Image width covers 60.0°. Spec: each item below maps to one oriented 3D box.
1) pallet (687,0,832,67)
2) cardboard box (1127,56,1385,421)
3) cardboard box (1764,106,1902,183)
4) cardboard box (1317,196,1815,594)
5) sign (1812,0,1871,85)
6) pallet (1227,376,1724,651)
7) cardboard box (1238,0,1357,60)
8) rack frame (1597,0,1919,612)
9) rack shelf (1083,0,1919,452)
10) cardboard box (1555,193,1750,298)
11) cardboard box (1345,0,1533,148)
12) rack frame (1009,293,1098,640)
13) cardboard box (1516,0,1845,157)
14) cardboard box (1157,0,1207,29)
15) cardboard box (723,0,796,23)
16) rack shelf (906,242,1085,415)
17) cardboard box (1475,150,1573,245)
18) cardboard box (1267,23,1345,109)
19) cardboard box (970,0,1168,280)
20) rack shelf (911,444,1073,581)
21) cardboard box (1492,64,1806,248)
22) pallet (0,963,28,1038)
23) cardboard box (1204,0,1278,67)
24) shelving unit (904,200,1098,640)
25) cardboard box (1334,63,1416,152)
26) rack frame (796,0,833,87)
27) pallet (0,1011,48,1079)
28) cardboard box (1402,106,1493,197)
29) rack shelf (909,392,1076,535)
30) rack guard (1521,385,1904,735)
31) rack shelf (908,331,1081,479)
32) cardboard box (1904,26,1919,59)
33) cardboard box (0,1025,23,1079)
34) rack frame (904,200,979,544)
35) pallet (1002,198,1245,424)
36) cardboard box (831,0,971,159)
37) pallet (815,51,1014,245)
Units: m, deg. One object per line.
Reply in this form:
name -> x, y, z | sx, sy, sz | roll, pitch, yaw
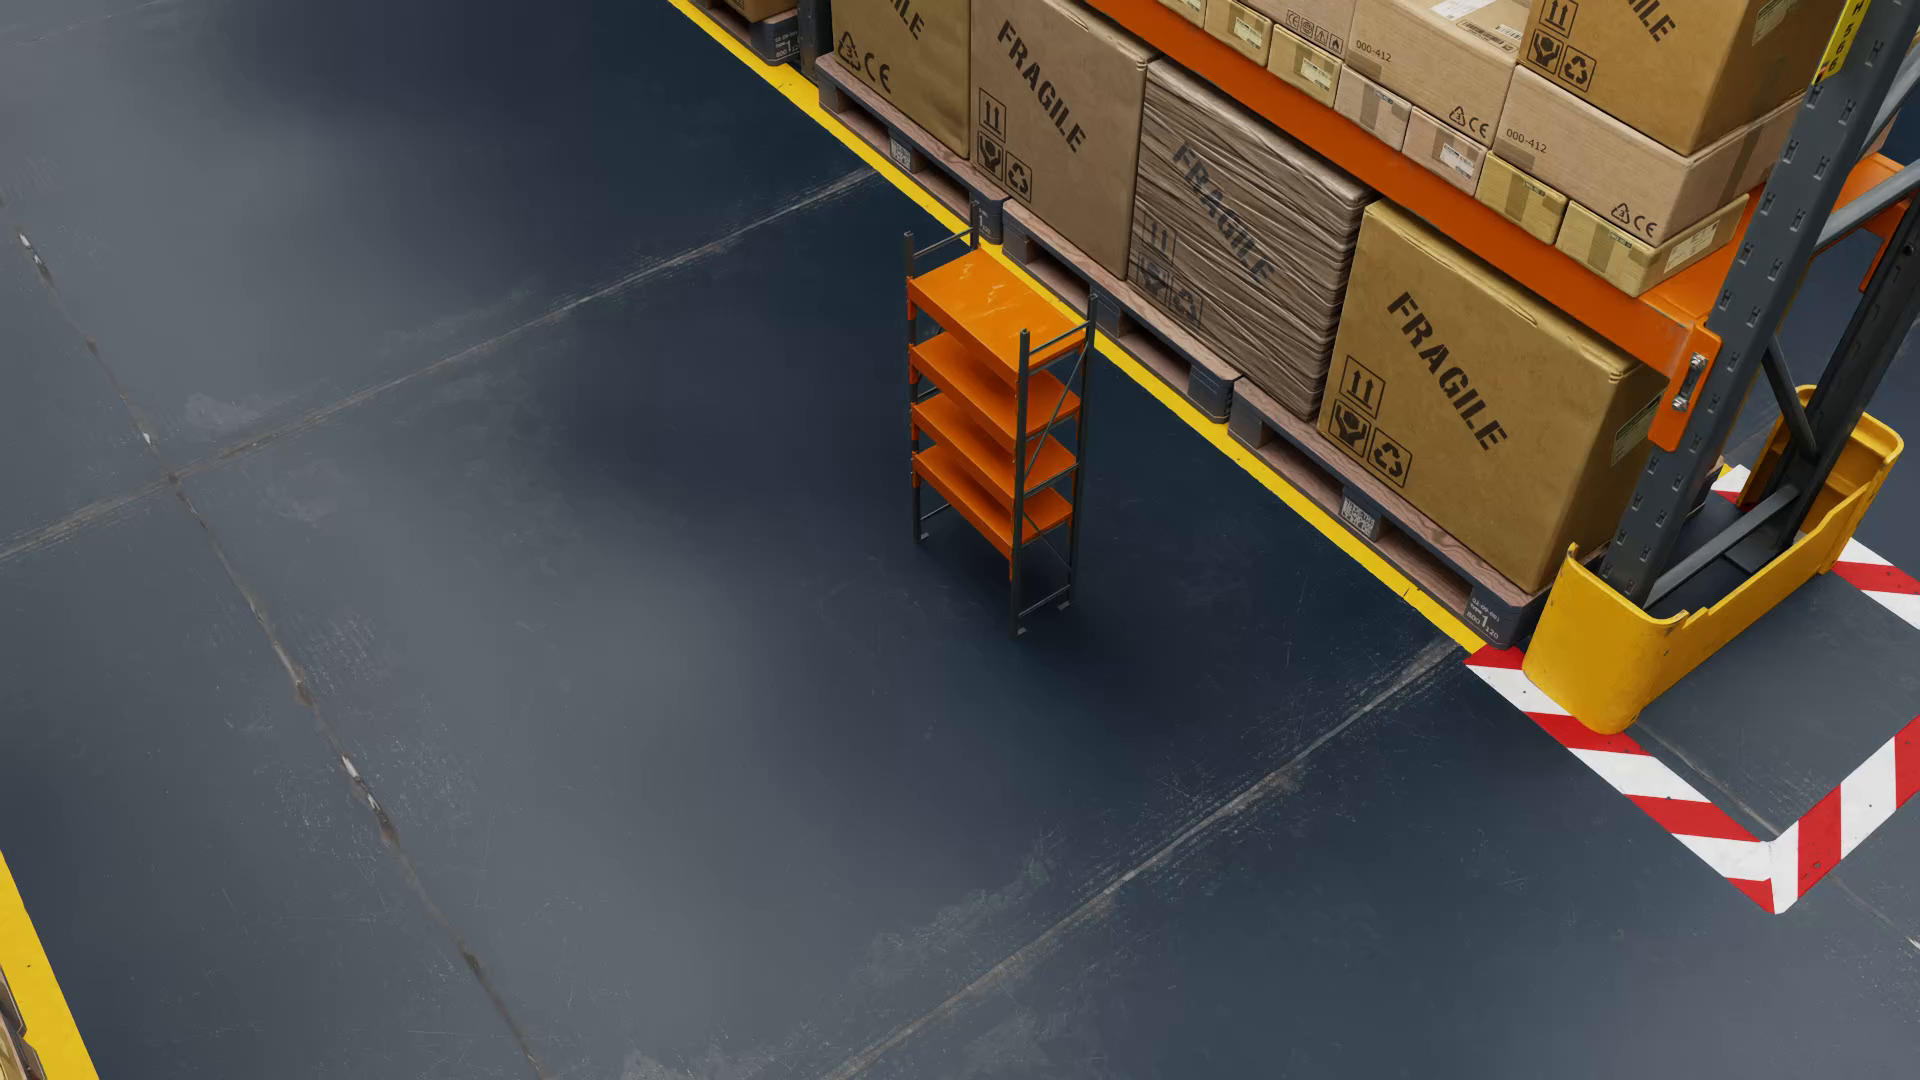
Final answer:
pallet -> -0.763, -2.652, 7.511 | 1.003, 0.211, 1.213 | -29, 54, -24
cardboard box -> 1.183, -1.114, 5.386 | 0.875, 0.875, 0.875 | -29, 54, -24
cardboard box -> 2.233, -1.081, 4.375 | 0.380, 0.149, 0.250 | -29, 54, -24
cardboard box -> 1.734, -0.577, 4.899 | 0.875, 0.875, 0.875 | -29, 54, -24
sign -> 1.745, -1.042, 3.228 | 0.100, 0.325, 0.005 | -29, 54, -24
pallet -> 1.639, -0.308, 5.387 | 1.003, 0.211, 1.213 | -29, 54, -24
cardboard box -> 1.066, -1.624, 4.598 | 0.500, 0.250, 0.500 | -31, 55, -25
rack frame -> 2.186, -0.808, 3.958 | 1.000, 3.000, 0.127 | -29, 54, -24
rack shelf -> 0.975, -1.746, 5.294 | 1.077, 0.370, 4.000 | -29, 54, -24
cardboard box -> 1.708, -0.786, 4.108 | 0.380, 0.149, 0.250 | -28, 54, -23
cardboard box -> 1.374, -1.324, 4.326 | 0.500, 0.250, 0.500 | -30, 55, -25
rack frame -> 0.248, -0.162, 4.587 | 0.240, 1.200, 0.015 | -29, 54, -24
cardboard box -> 1.681, -1.279, 3.779 | 0.500, 0.500, 0.500 | -29, 54, -24
cardboard box -> 0.783, -1.688, 4.925 | 0.380, 0.149, 0.250 | -28, 54, -23
cardboard box -> -0.640, -2.963, 7.062 | 1.225, 0.875, 0.875 | -29, 54, -24
rack shelf -> 0.100, -0.569, 4.426 | 0.258, 0.148, 0.480 | -29, 54, -24
cardboard box -> 1.549, -0.939, 4.246 | 0.380, 0.149, 0.250 | -29, 54, -24
cardboard box -> 1.088, -1.388, 4.653 | 0.380, 0.149, 0.250 | -31, 55, -25
cardboard box -> 0.645, -1.639, 5.862 | 0.875, 0.875, 0.875 | -29, 54, -24
rack shelf -> 0.100, -0.127, 4.914 | 0.258, 0.148, 0.480 | -29, 54, -24
cardboard box -> 1.681, -1.025, 4.055 | 0.500, 0.250, 0.500 | -30, 55, -25
pallet -> -3.067, 1.035, 4.169 | 1.003, 0.211, 1.213 | -29, 54, -24
cardboard box -> 0.931, -1.541, 4.792 | 0.380, 0.149, 0.250 | -29, 54, -24
shelving unit -> 0.100, -0.305, 4.717 | 0.258, 1.200, 0.503 | -29, 54, -24
cardboard box -> 1.247, -1.236, 4.515 | 0.380, 0.149, 0.250 | -29, 54, -23
rack frame -> -0.236, -3.167, 6.096 | 1.000, 3.000, 0.127 | -29, 54, -24
pallet -> -2.333, 1.754, 3.518 | 1.003, 0.211, 1.213 | -29, 54, -24
cardboard box -> 1.397, -1.088, 4.381 | 0.380, 0.149, 0.250 | -29, 54, -24
rack shelf -> 0.100, -0.260, 4.767 | 0.258, 0.148, 0.480 | -29, 54, -24
rack guard -> 2.200, 0.045, 4.872 | 1.175, 0.500, 0.348 | -29, 54, -24
rack shelf -> 0.100, -0.410, 4.601 | 0.258, 0.148, 0.480 | -29, 54, -24
cardboard box -> 2.110, -1.262, 4.270 | 0.500, 0.250, 0.500 | -31, 55, -25
cardboard box -> -2.333, 1.260, 3.724 | 0.380, 0.149, 0.250 | -29, 54, -24
rack frame -> -0.048, -0.449, 4.847 | 0.240, 1.200, 0.015 | -29, 54, -24
pallet -> 0.905, -1.027, 6.039 | 1.003, 0.211, 1.213 | -29, 54, -24
cardboard box -> 0.100, -2.169, 6.343 | 0.875, 0.875, 0.875 | -29, 54, -24
pallet -> 0.162, -1.747, 6.691 | 1.003, 0.211, 1.213 | -29, 54, -24
